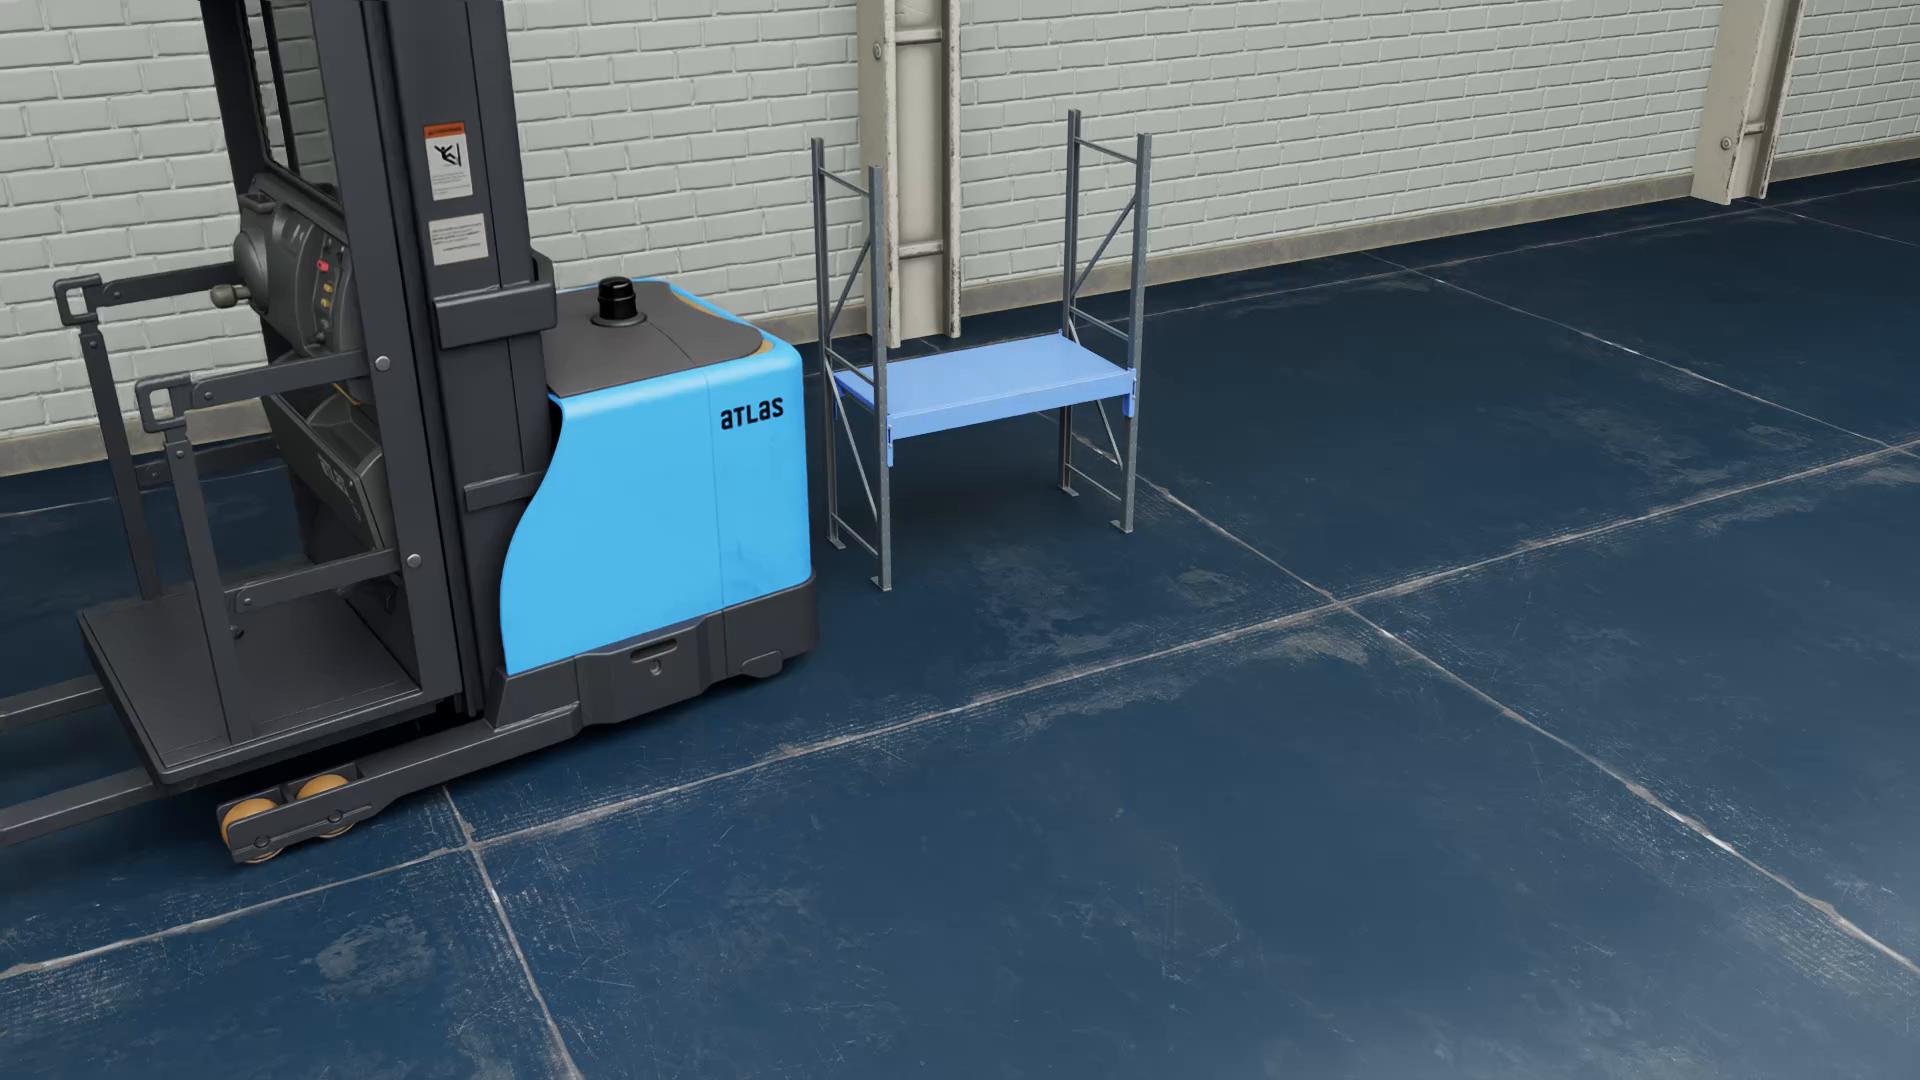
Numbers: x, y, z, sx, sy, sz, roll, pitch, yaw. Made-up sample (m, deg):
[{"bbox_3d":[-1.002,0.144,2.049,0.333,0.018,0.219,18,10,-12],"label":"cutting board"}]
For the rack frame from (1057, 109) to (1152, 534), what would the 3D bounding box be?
[{"bbox_3d":[0.524,-0.797,6.177,0.032,1.500,0.500,-13,29,-25],"label":"rack frame"}]

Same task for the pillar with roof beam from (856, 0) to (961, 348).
[{"bbox_3d":[1.785,-3.459,3.057,0.400,9.000,9.100,-13,29,-25],"label":"pillar with roof beam"}]

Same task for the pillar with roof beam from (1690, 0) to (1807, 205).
[{"bbox_3d":[7.080,-4.681,5.602,0.400,9.000,9.100,-13,29,-25],"label":"pillar with roof beam"}]

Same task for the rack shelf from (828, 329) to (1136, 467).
[{"bbox_3d":[0.075,-0.531,6.039,1.000,0.185,0.538,-13,29,-25],"label":"rack shelf"}]

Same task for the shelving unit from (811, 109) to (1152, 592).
[{"bbox_3d":[0.075,-0.693,5.962,1.048,1.500,0.538,-13,29,-25],"label":"shelving unit"}]

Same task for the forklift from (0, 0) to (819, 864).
[{"bbox_3d":[-1.950,-0.718,4.359,3.031,2.935,1.130,-17,31,-32],"label":"forklift"}]

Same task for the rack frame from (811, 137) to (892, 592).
[{"bbox_3d":[-0.373,-0.590,5.746,0.032,1.500,0.500,-13,29,-25],"label":"rack frame"}]
